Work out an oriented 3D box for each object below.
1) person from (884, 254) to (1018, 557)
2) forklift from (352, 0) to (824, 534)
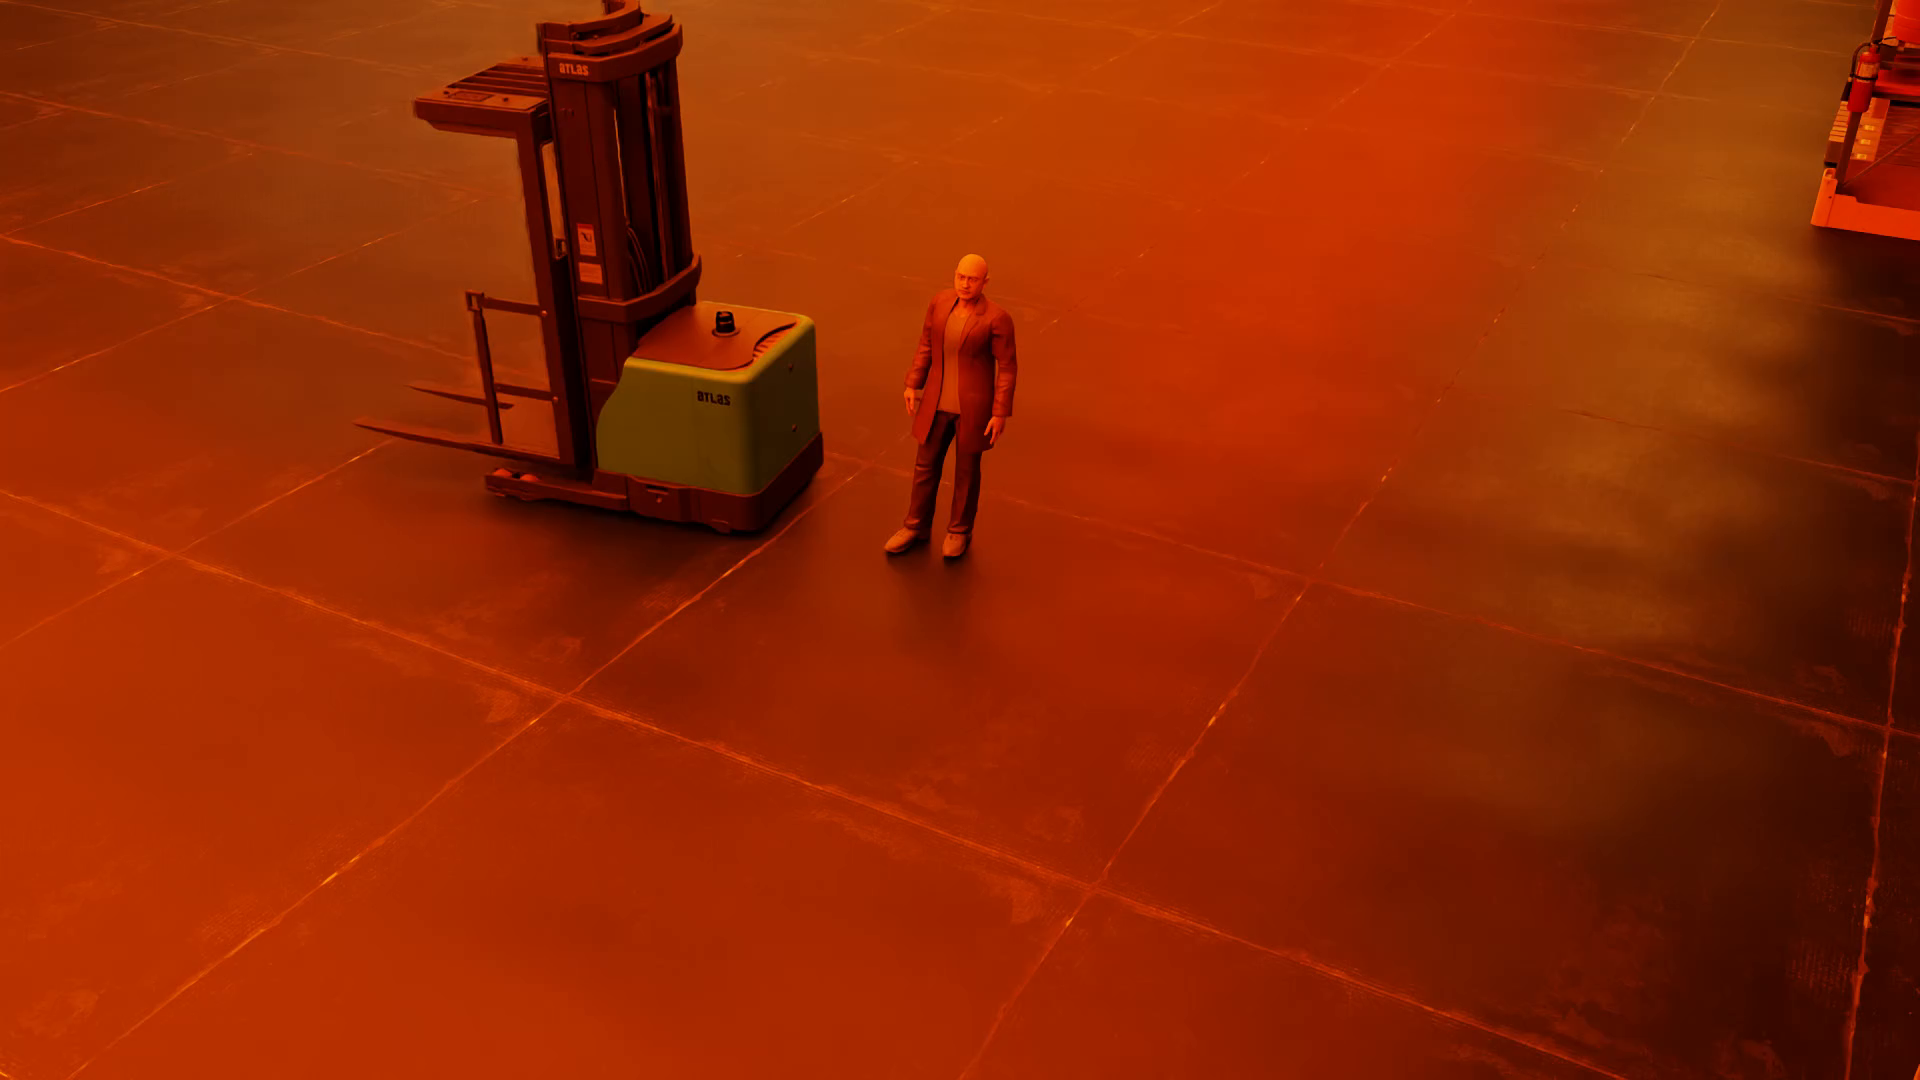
[{"bbox_3d":[-0.048,-0.738,9.488,0.696,1.776,0.582,15,33,25],"label":"person"},{"bbox_3d":[-2.452,-1.748,10.099,3.031,2.935,1.130,10,32,17],"label":"forklift"}]
